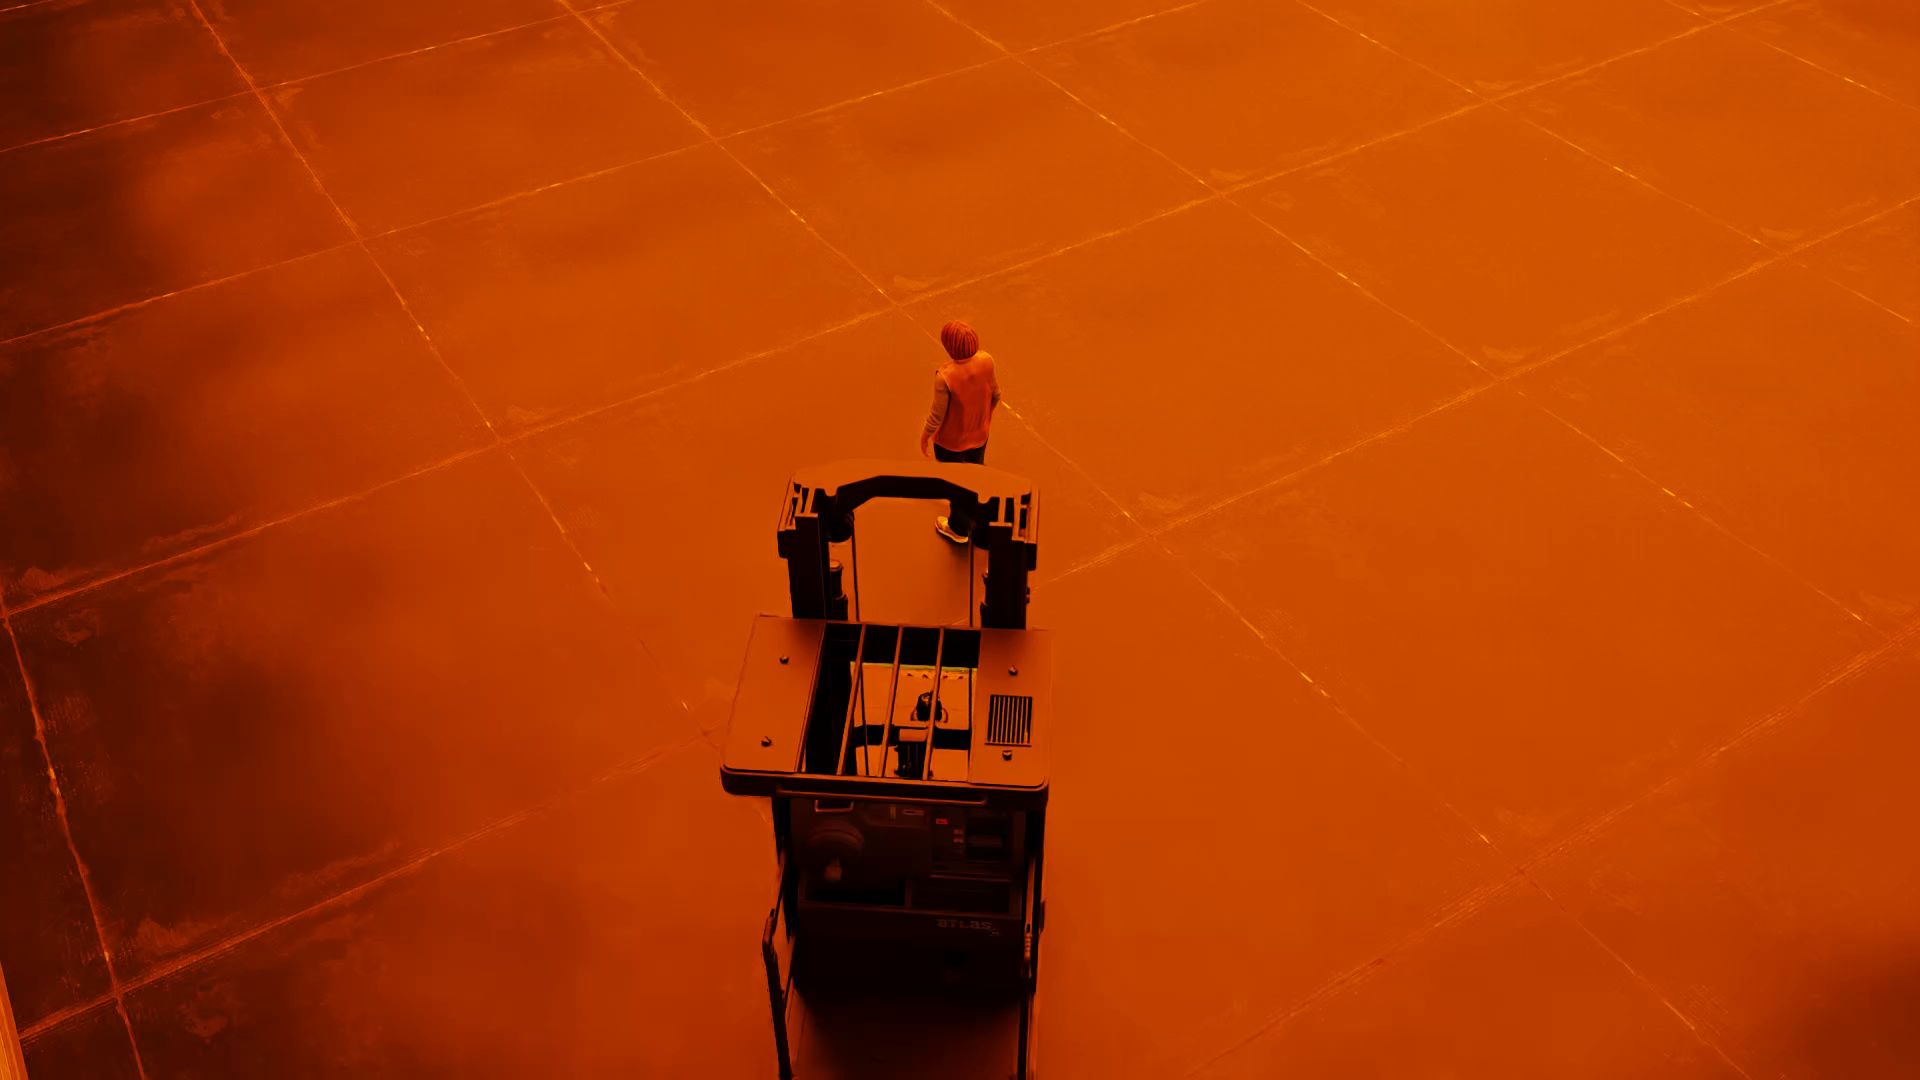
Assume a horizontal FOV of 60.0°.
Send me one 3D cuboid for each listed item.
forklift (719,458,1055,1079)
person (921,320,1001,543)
[{"bbox_3d":[-0.221,1.259,6.431,1.130,2.935,3.031,3,41,3],"label":"forklift"},{"bbox_3d":[-0.028,-0.653,9.621,0.519,1.598,0.475,-23,46,-24],"label":"person"}]
